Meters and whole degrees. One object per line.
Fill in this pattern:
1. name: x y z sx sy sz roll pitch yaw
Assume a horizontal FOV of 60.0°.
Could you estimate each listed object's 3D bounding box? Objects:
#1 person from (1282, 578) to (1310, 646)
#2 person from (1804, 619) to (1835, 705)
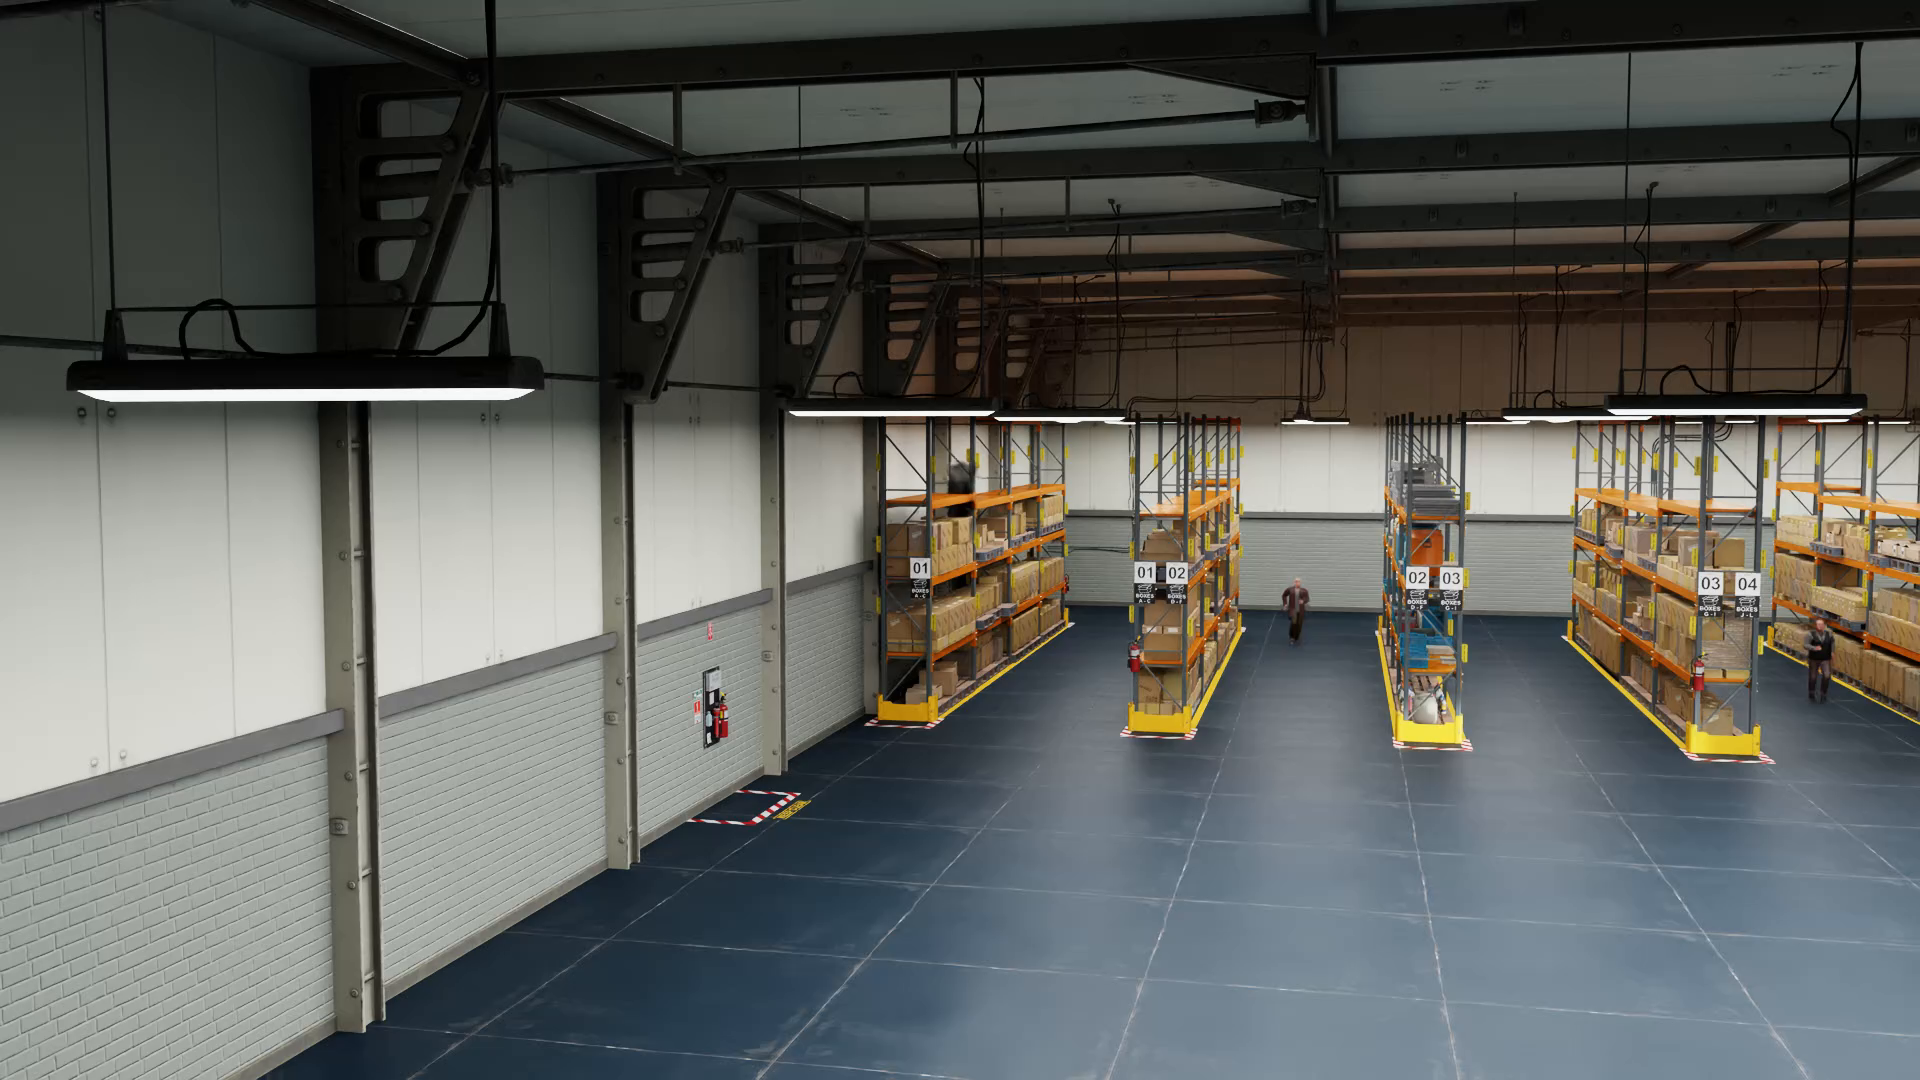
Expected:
1. person: 8.842 1.888 43.675 0.665 1.792 0.765 0 4 0
2. person: 17.843 2.532 34.537 0.622 1.774 0.830 1 4 16
